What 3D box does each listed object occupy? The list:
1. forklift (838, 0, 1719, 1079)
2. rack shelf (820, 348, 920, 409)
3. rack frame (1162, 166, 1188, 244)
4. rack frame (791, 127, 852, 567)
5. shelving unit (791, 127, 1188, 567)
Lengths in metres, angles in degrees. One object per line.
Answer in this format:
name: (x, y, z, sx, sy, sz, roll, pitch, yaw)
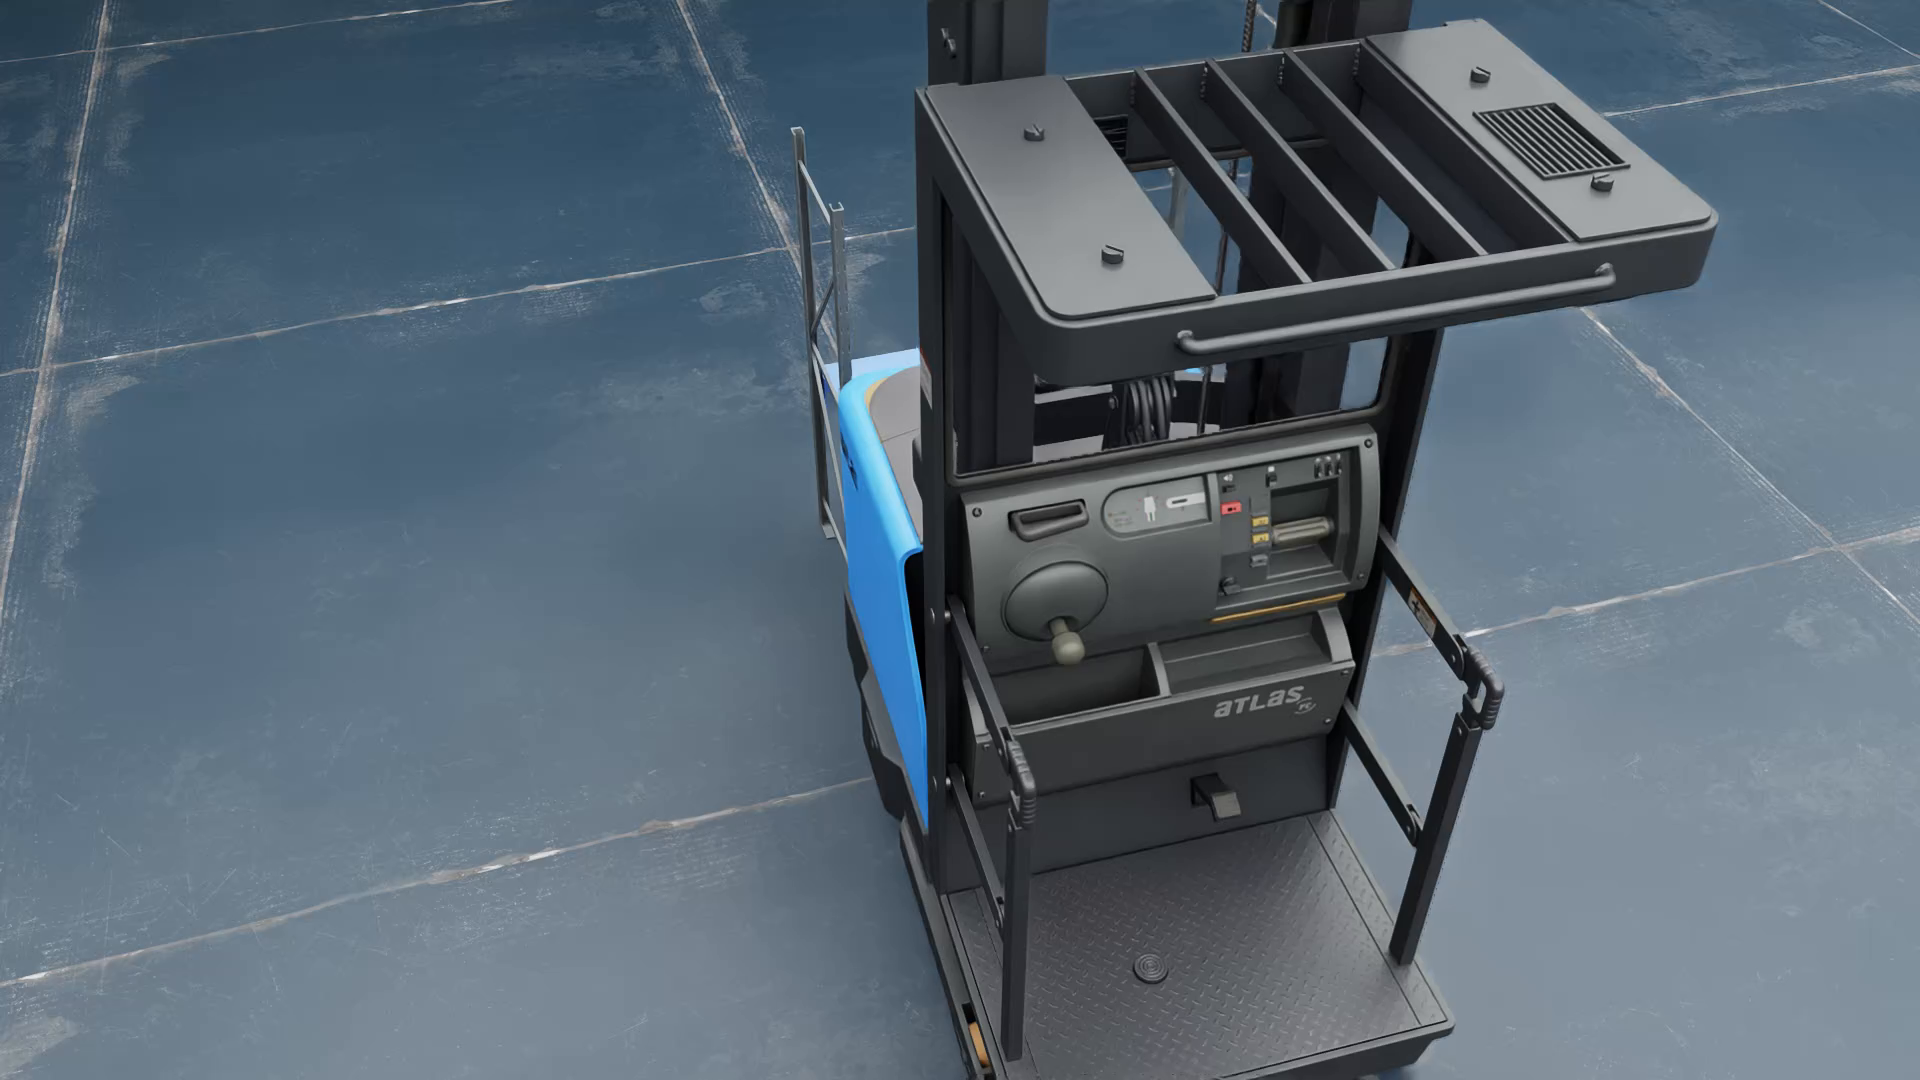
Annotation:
forklift: (0.524, 0.096, 3.412, 1.130, 2.935, 3.031, -10, 42, -11)
rack shelf: (0.081, -0.446, 5.394, 1.000, 0.185, 0.538, -12, 42, -13)
rack frame: (0.566, -0.682, 5.391, 0.032, 1.500, 0.500, -12, 42, -13)
rack frame: (-0.404, -0.481, 5.161, 0.032, 1.500, 0.500, -12, 42, -13)
shelving unit: (0.081, -0.582, 5.276, 1.048, 1.500, 0.538, -12, 42, -13)
